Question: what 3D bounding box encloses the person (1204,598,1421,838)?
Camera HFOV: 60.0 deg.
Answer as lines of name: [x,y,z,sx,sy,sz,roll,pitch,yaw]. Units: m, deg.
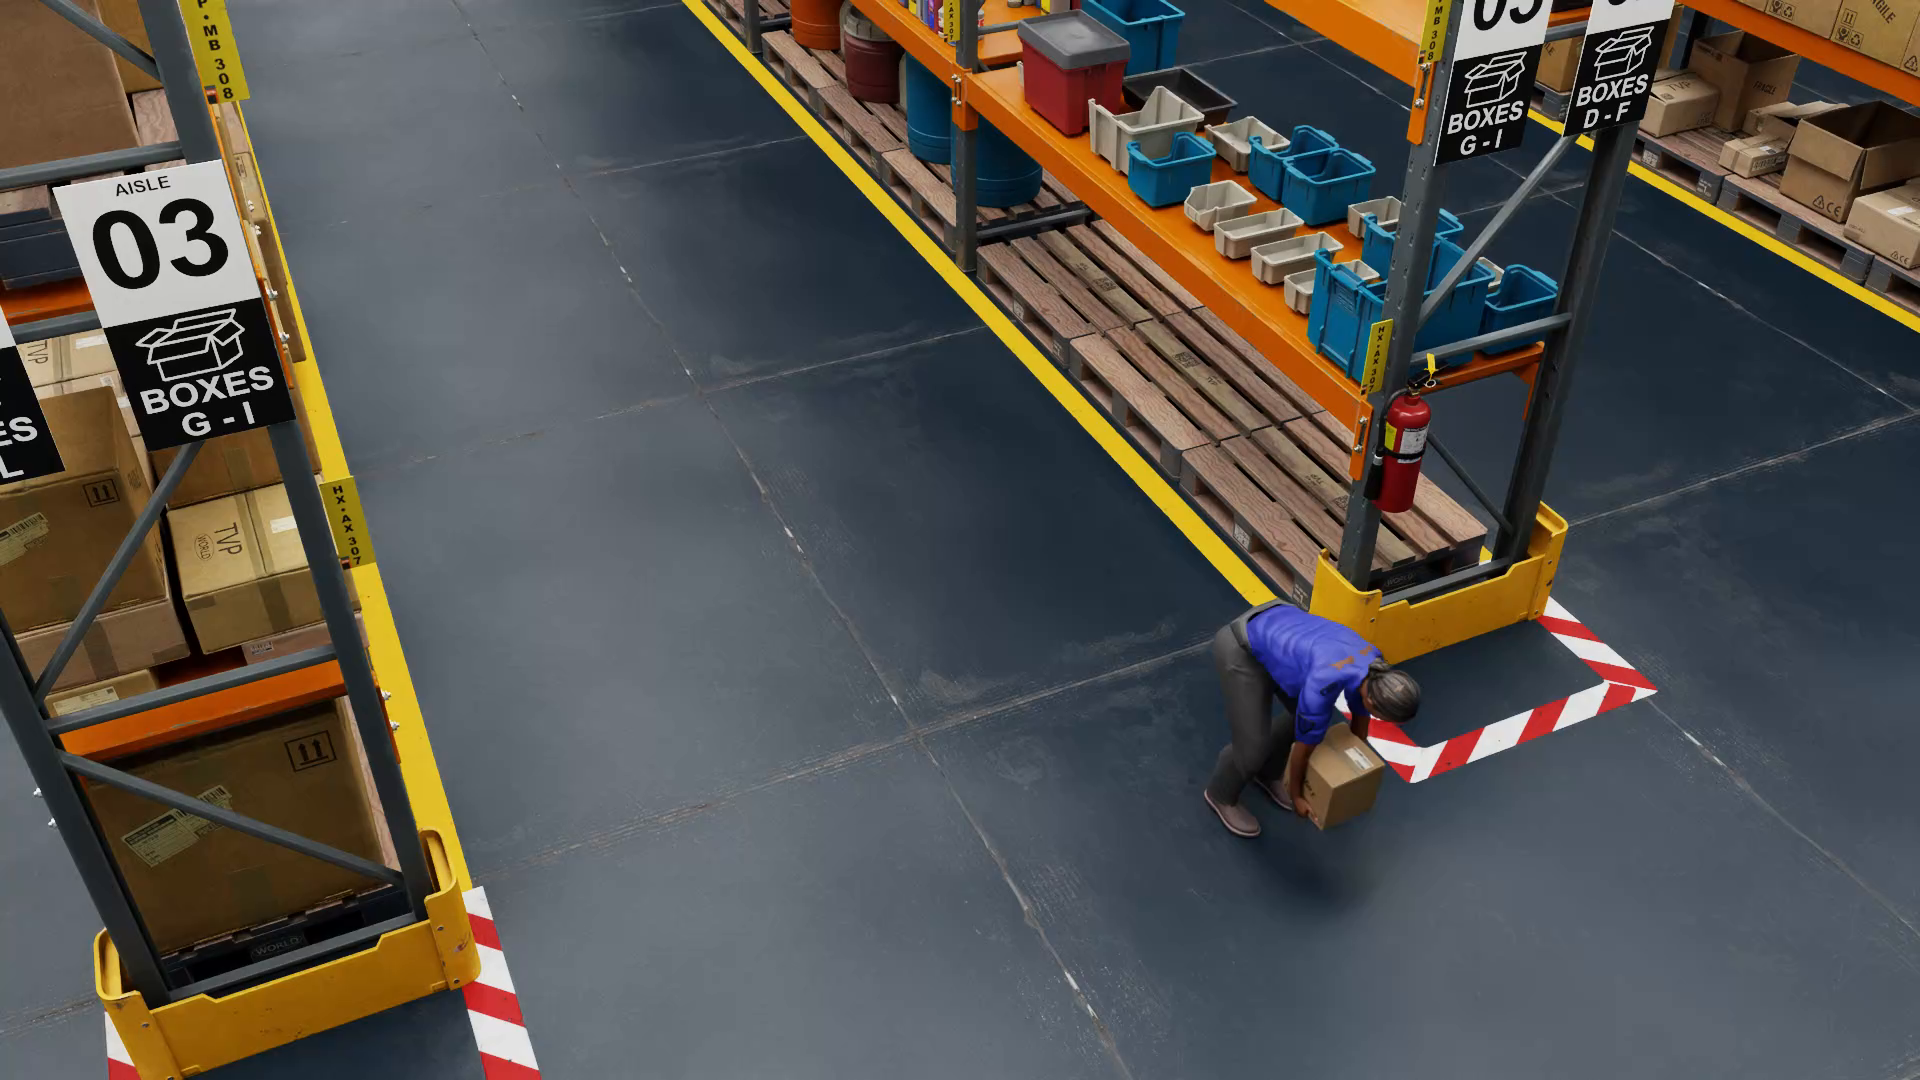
person: [1.328,0.743,6.344,0.422,1.111,0.867,-24,44,-28]
